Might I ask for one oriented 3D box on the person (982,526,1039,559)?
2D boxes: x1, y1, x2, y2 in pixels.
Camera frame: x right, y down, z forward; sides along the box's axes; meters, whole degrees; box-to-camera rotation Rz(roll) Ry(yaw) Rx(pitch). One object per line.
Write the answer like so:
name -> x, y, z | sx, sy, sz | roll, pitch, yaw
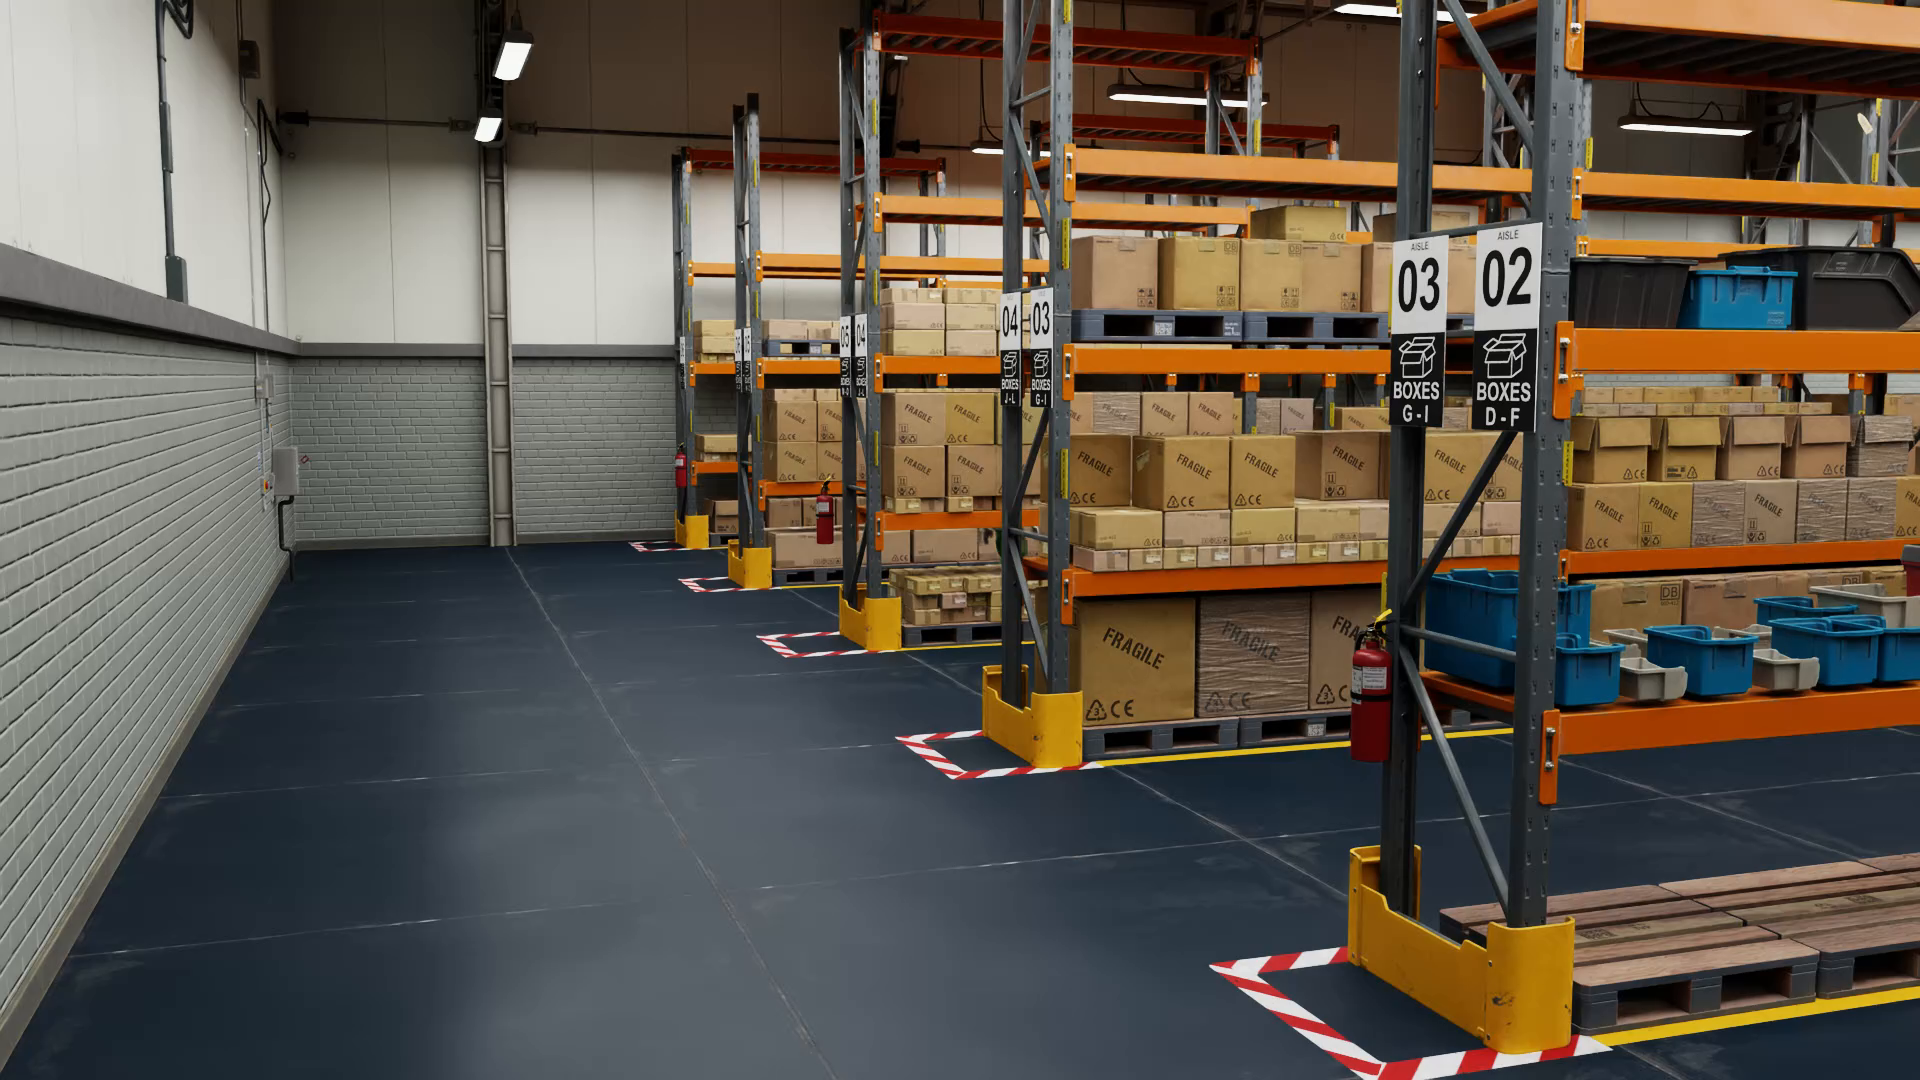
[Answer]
person -> 0.568, -0.130, 18.860 | 0.602, 1.763, 0.880 | 2, 6, 23
